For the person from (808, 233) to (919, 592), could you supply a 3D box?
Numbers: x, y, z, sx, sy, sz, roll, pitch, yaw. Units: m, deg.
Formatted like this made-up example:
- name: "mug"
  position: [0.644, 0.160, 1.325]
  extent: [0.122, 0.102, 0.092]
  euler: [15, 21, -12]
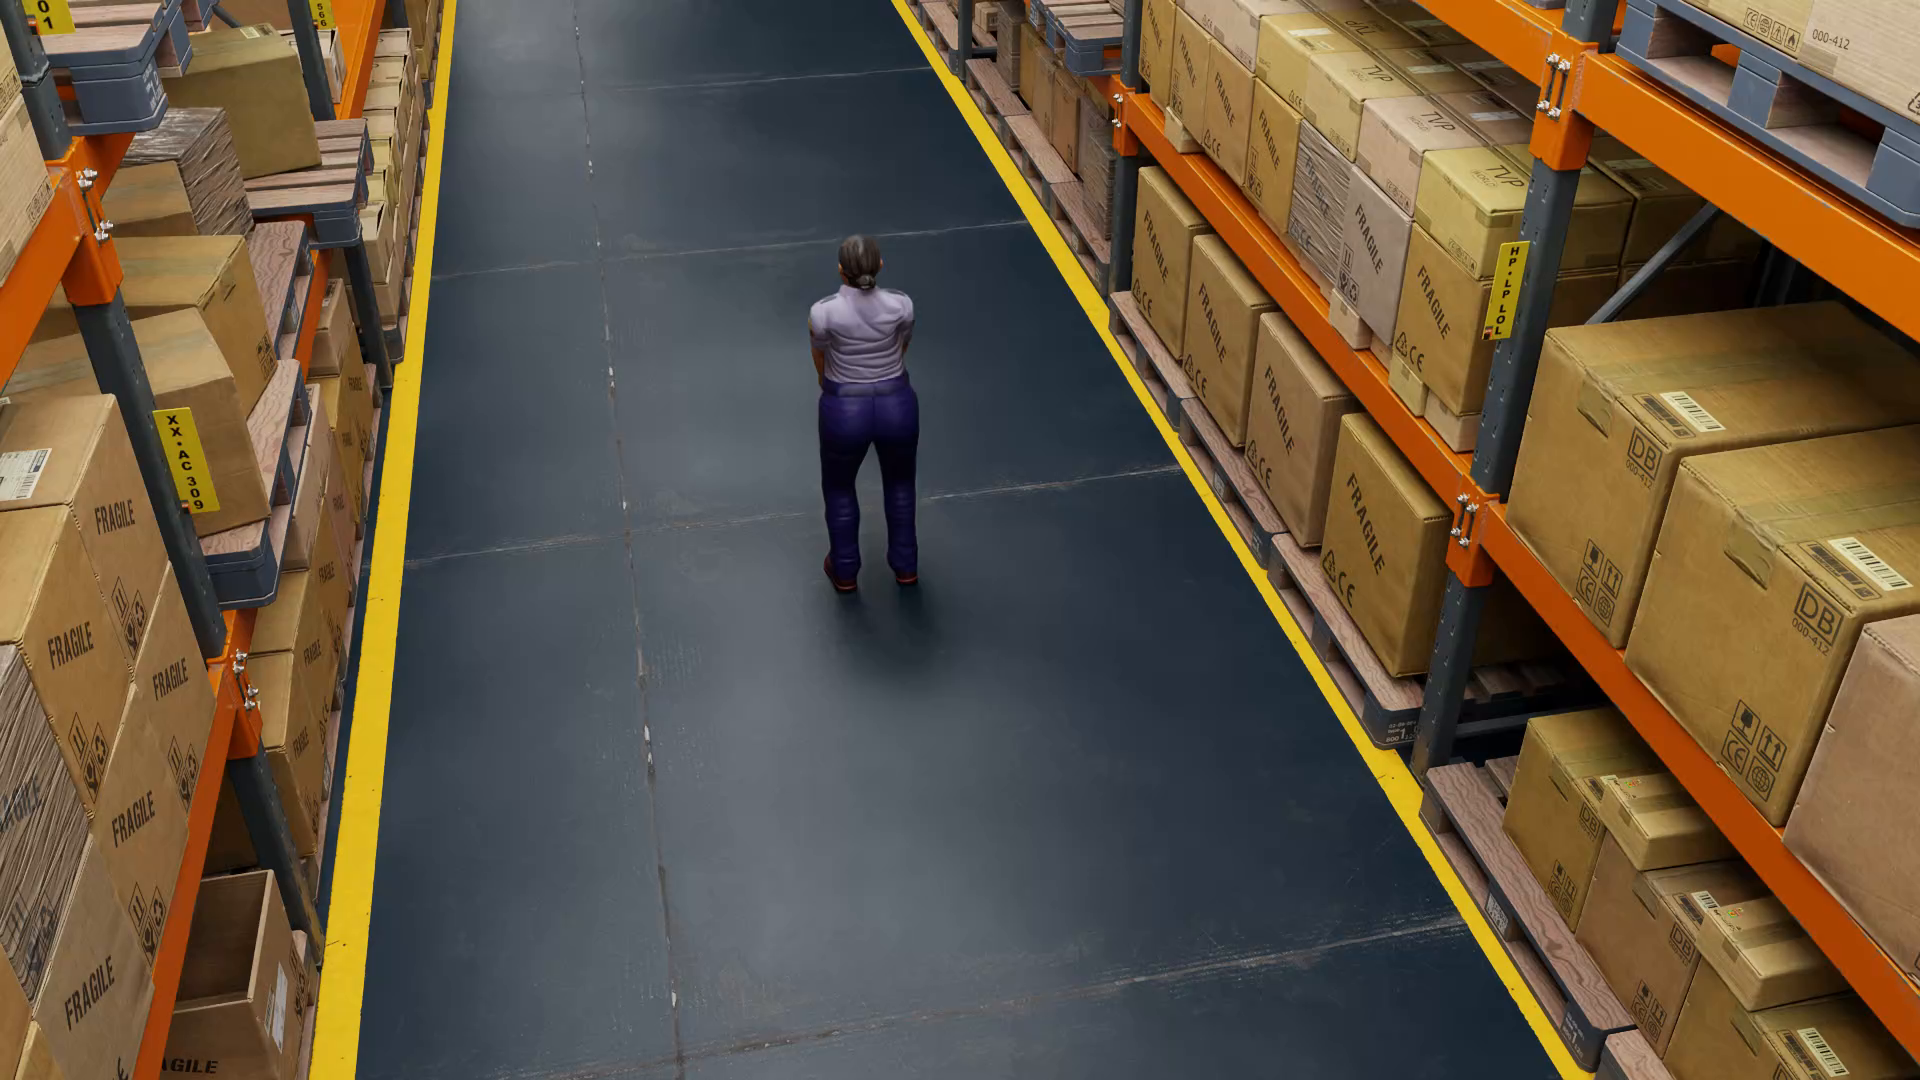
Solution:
- name: "person"
  position: [-0.410, -0.560, 6.979]
  extent: [0.434, 1.646, 0.522]
  euler: [-8, 35, -11]
